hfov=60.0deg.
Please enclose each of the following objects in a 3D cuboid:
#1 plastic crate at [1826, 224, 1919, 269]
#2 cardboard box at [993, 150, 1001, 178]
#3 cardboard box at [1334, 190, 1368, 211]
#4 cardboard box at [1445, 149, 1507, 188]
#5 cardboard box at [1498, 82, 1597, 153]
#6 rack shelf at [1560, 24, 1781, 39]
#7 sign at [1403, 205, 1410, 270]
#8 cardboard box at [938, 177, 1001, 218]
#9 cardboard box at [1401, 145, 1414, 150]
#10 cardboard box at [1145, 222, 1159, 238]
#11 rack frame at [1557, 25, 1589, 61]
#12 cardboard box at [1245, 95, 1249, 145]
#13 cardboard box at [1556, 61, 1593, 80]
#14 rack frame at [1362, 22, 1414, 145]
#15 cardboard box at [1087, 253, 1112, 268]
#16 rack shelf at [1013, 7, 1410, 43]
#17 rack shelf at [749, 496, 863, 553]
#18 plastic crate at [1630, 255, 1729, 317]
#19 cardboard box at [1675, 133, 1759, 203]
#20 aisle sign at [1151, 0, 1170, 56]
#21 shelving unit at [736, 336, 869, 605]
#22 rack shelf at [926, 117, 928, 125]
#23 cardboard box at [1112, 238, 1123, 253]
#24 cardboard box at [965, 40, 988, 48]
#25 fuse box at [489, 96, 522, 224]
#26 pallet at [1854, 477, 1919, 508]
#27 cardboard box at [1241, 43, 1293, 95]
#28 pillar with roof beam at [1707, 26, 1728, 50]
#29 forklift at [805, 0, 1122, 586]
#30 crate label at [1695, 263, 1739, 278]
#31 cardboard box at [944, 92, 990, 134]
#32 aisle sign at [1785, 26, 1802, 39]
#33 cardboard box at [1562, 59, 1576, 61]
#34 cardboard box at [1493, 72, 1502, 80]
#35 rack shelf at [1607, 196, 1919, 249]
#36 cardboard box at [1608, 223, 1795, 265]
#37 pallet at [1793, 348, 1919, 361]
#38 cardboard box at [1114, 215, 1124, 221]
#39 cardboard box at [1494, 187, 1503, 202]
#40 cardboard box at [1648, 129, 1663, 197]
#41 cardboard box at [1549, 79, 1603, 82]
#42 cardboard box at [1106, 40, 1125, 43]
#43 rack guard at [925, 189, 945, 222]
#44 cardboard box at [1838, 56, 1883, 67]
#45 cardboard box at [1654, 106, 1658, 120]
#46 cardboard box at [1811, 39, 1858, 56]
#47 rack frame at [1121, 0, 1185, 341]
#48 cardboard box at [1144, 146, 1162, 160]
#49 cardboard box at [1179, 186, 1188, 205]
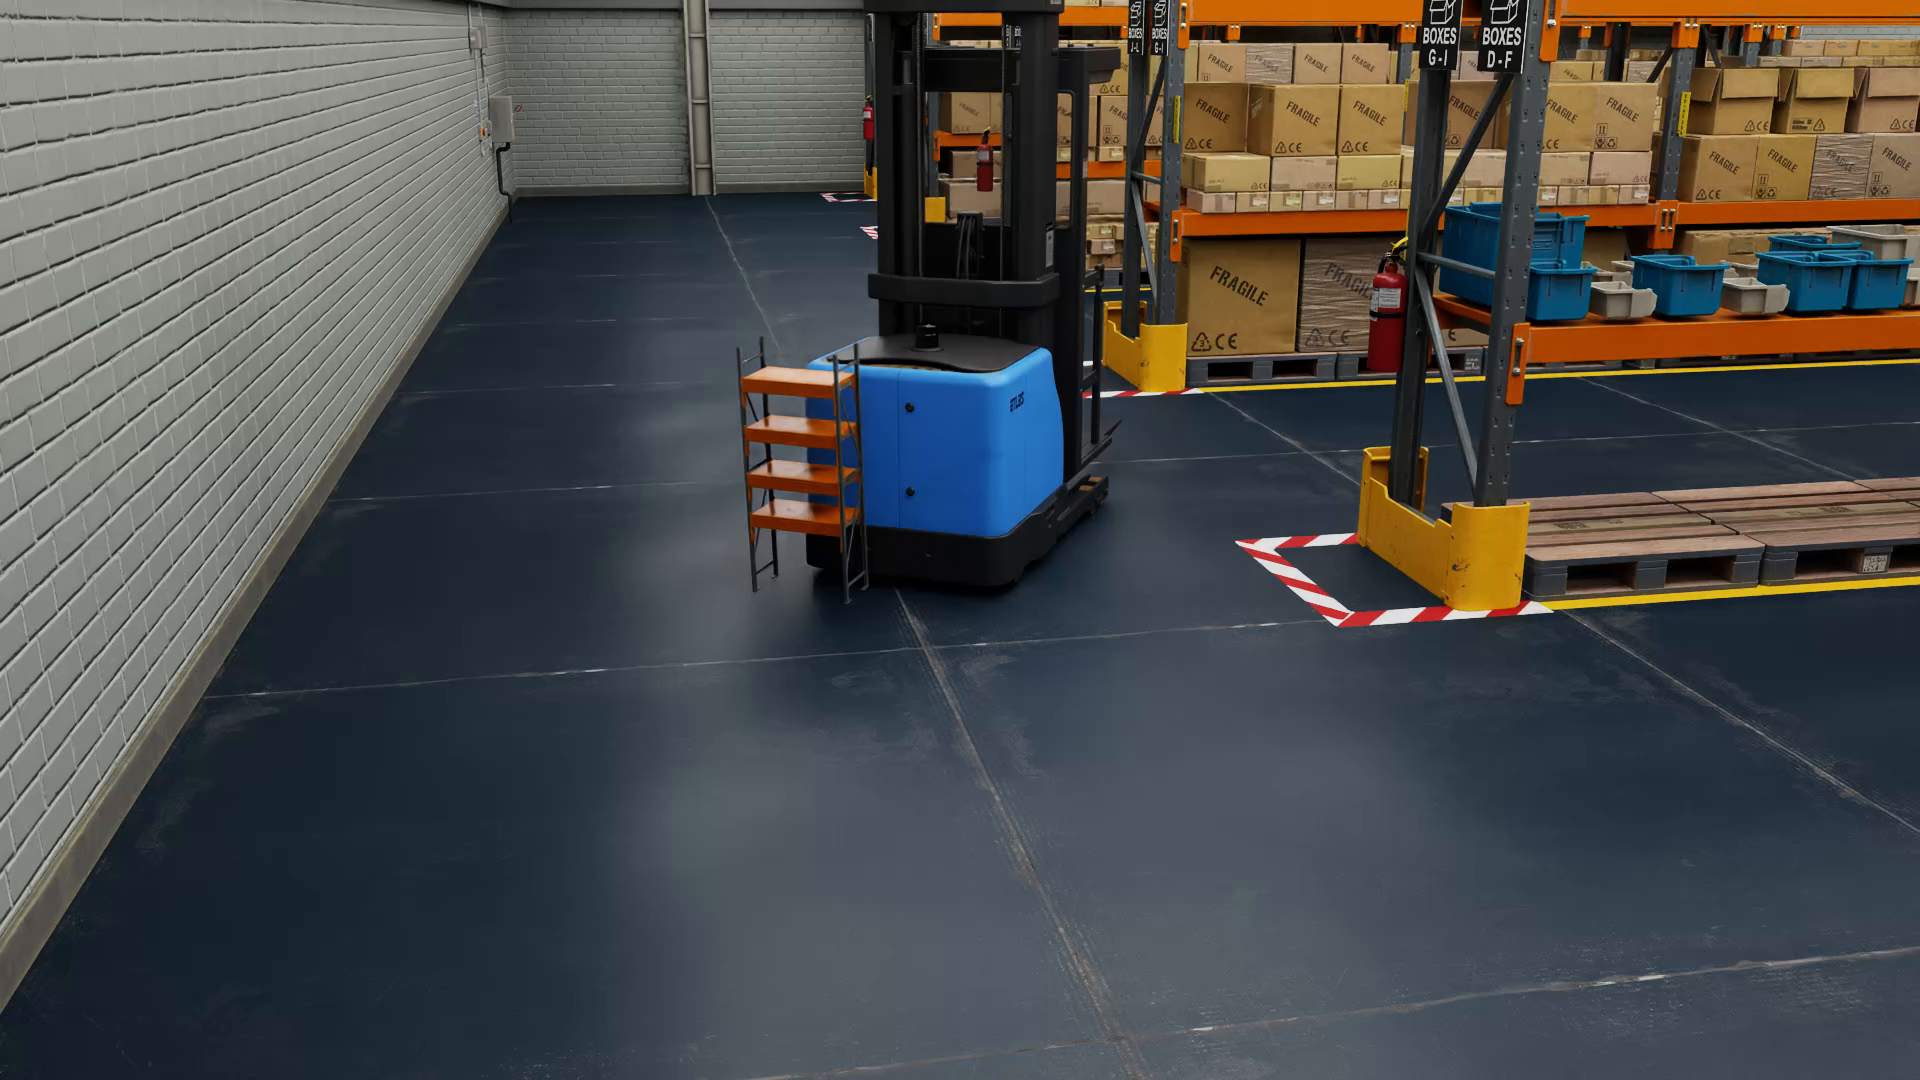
[{"bbox_3d":[4.777,-1.443,8.502,0.530,0.282,0.437,-3,17,-10],"label":"plastic crate"},{"bbox_3d":[0.622,-6.045,26.928,0.500,0.500,0.500,-3,17,-9],"label":"cardboard box"},{"bbox_3d":[2.864,-2.571,12.500,0.250,0.149,0.380,-4,17,-12],"label":"cardboard box"},{"bbox_3d":[3.979,-2.843,12.709,0.500,0.250,0.500,-3,17,-9],"label":"cardboard box"},{"bbox_3d":[4.478,-3.231,12.693,0.500,0.500,0.500,-3,17,-10],"label":"cardboard box"},{"bbox_3d":[9.383,-7.212,23.301,4.000,0.370,1.077,-3,17,-10],"label":"rack shelf"},{"bbox_3d":[2.264,-1.516,8.362,0.005,0.325,0.100,-3,17,-10],"label":"sign"},{"bbox_3d":[0.193,-4.607,22.350,0.875,0.438,0.875,-4,17,-12],"label":"cardboard box"},{"bbox_3d":[3.378,-2.969,13.118,0.500,0.250,0.500,-3,17,-10],"label":"cardboard box"},{"bbox_3d":[1.929,-3.262,17.451,0.250,0.149,0.380,-4,18,-13],"label":"cardboard box"},{"bbox_3d":[10.401,-7.664,28.656,0.127,3.000,1.000,-3,17,-10],"label":"rack frame"},{"bbox_3d":[3.110,-4.392,17.326,0.500,0.500,0.500,-3,17,-11],"label":"cardboard box"},{"bbox_3d":[8.415,-6.391,23.118,0.500,0.500,0.500,-2,17,-8],"label":"cardboard box"},{"bbox_3d":[4.530,-4.367,17.920,0.127,3.000,1.000,-3,17,-10],"label":"rack frame"},{"bbox_3d":[1.419,-2.957,17.470,0.250,0.149,0.380,-3,17,-11],"label":"cardboard box"},{"bbox_3d":[2.566,-5.345,17.222,4.000,0.370,1.077,-3,17,-10],"label":"rack shelf"},{"bbox_3d":[-0.726,-0.076,7.898,0.480,0.148,0.258,7,21,21],"label":"rack shelf"},{"bbox_3d":[3.335,-1.185,7.743,0.300,0.233,0.416,-3,17,-10],"label":"plastic crate"},{"bbox_3d":[5.871,-2.933,13.080,0.500,0.500,0.500,-3,17,-10],"label":"cardboard box"},{"bbox_3d":[1.431,-3.861,11.844,0.004,0.787,0.394,-3,17,-10],"label":"aisle sign"},{"bbox_3d":[-0.731,-0.326,7.808,0.503,1.200,0.258,7,21,21],"label":"shelving unit"},{"bbox_3d":[0.583,-6.763,26.948,4.000,0.370,1.077,-3,17,-10],"label":"rack shelf"},{"bbox_3d":[1.669,-3.117,17.486,0.250,0.149,0.380,-3,17,-10],"label":"cardboard box"},{"bbox_3d":[0.209,-6.376,21.484,0.250,0.149,0.380,-3,17,-9],"label":"cardboard box"},{"bbox_3d":[-6.223,-5.242,22.965,0.414,1.711,0.539,-3,17,-10],"label":"fuse box"},{"bbox_3d":[5.597,-0.118,8.837,1.213,0.211,1.003,-3,17,-10],"label":"pallet"},{"bbox_3d":[3.108,-4.876,17.197,0.500,0.500,0.500,-3,17,-9],"label":"cardboard box"},{"bbox_3d":[14.291,-9.735,25.180,0.400,9.000,9.100,-3,17,-10],"label":"pillar with roof beam"},{"bbox_3d":[0.207,-1.575,8.949,1.130,2.935,3.031,6,18,18],"label":"forklift"},{"bbox_3d":[3.706,-1.315,8.332,0.243,0.136,0.396,-3,17,-10],"label":"crate label"},{"bbox_3d":[0.090,-5.557,21.625,0.500,0.500,0.500,-3,17,-11],"label":"cardboard box"},{"bbox_3d":[14.449,-9.049,28.736,0.004,0.787,0.394,-3,17,-10],"label":"aisle sign"},{"bbox_3d":[10.657,-8.269,28.844,0.250,0.149,0.380,-3,17,-10],"label":"cardboard box"},{"bbox_3d":[7.813,-6.507,23.496,0.500,0.500,0.500,-4,17,-12],"label":"cardboard box"},{"bbox_3d":[7.335,-2.699,13.714,4.000,0.370,1.077,-3,17,-10],"label":"rack shelf"},{"bbox_3d":[5.996,-2.158,13.631,0.875,0.875,1.225,-3,17,-10],"label":"cardboard box"},{"bbox_3d":[7.315,-1.732,14.091,1.213,0.211,1.003,-3,17,-10],"label":"pallet"},{"bbox_3d":[1.828,-3.413,17.943,0.250,0.149,0.380,-4,18,-13],"label":"cardboard box"},{"bbox_3d":[4.124,-2.642,12.733,0.250,0.149,0.380,-3,17,-9],"label":"cardboard box"},{"bbox_3d":[5.779,-3.084,13.573,0.500,0.500,0.500,-3,17,-10],"label":"cardboard box"},{"bbox_3d":[4.853,-3.407,13.268,0.500,0.500,0.500,-3,17,-10],"label":"cardboard box"},{"bbox_3d":[1.983,-6.462,21.764,0.250,0.149,0.380,-4,17,-12],"label":"cardboard box"},{"bbox_3d":[-0.459,-4.369,22.185,0.348,0.500,1.175,-3,17,-10],"label":"rack guard"},{"bbox_3d":[9.900,-5.195,18.744,0.500,0.500,0.700,-4,17,-11],"label":"cardboard box"},{"bbox_3d":[7.293,-4.609,17.915,0.250,0.149,0.380,-3,17,-10],"label":"cardboard box"},{"bbox_3d":[12.325,-6.886,23.741,0.500,0.500,0.700,-3,17,-10],"label":"cardboard box"},{"bbox_3d":[1.444,-2.708,12.521,0.127,3.000,1.000,-3,17,-10],"label":"rack frame"},{"bbox_3d":[1.999,-4.035,17.268,0.250,0.149,0.380,-3,17,-11],"label":"cardboard box"},{"bbox_3d":[1.732,-2.703,12.931,0.250,0.149,0.380,-3,17,-9],"label":"cardboard box"}]
